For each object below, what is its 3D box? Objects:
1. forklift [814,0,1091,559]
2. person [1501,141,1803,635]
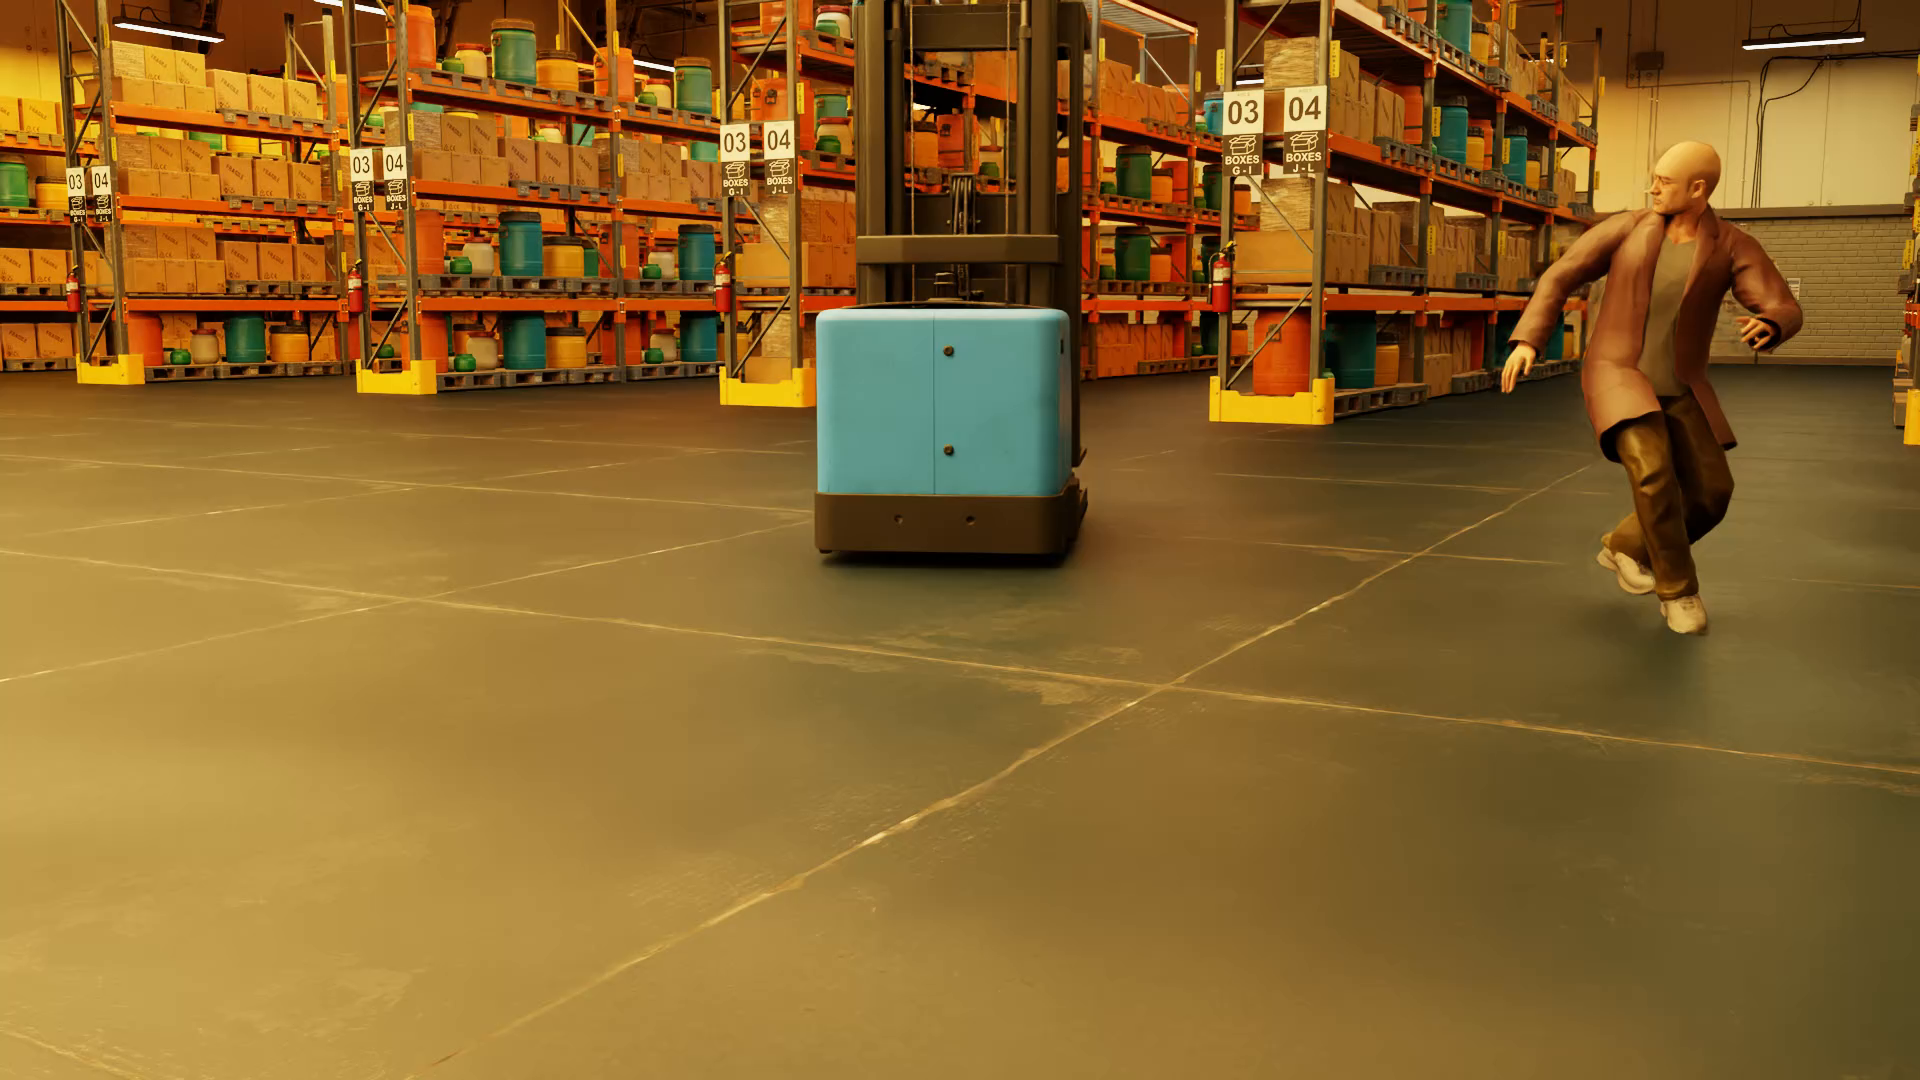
[{"bbox_3d":[0.072,-1.535,8.212,1.130,2.935,3.031,1,8,7],"label":"forklift"},{"bbox_3d":[2.365,-0.531,5.733,0.926,1.641,0.911,1,8,6],"label":"person"}]
